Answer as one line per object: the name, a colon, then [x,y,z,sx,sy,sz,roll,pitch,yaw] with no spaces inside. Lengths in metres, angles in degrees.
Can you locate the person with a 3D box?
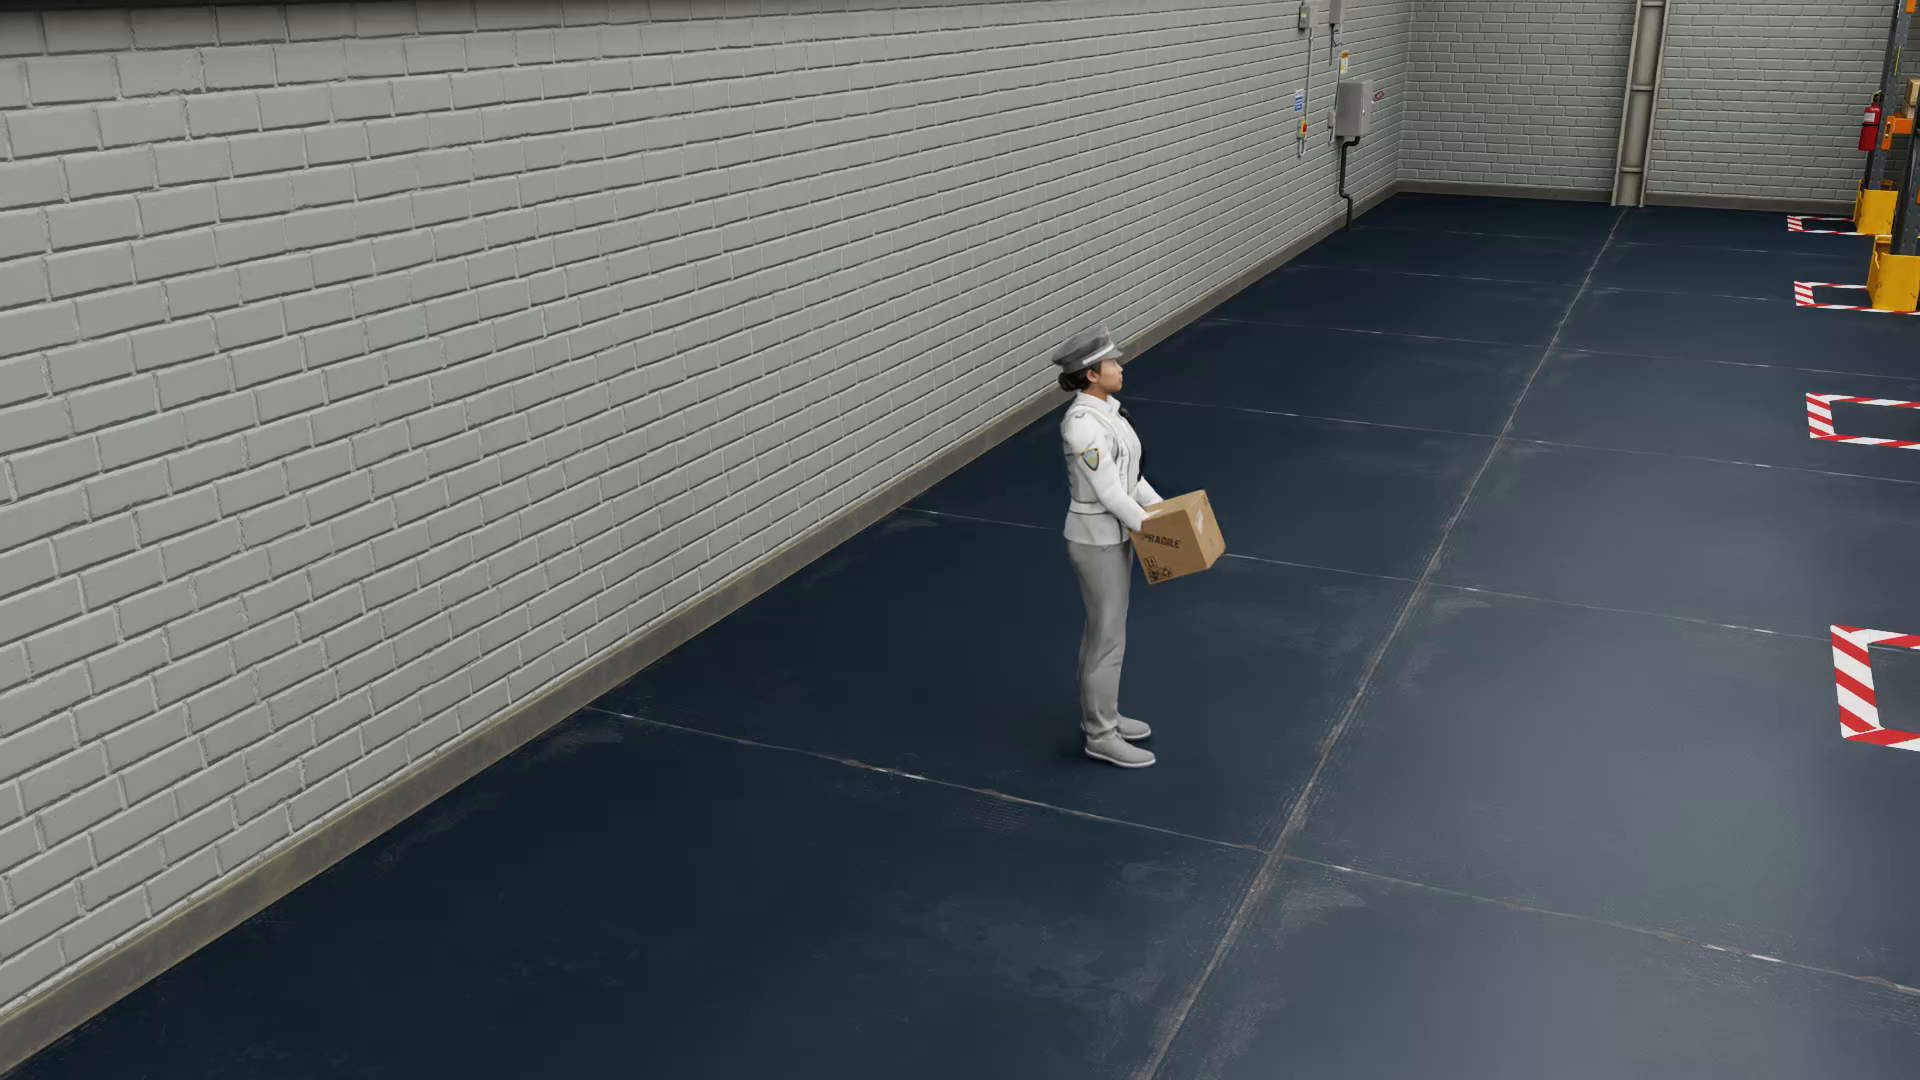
person: [0.602,0.008,6.483,0.535,1.701,0.513,4,20,11]
